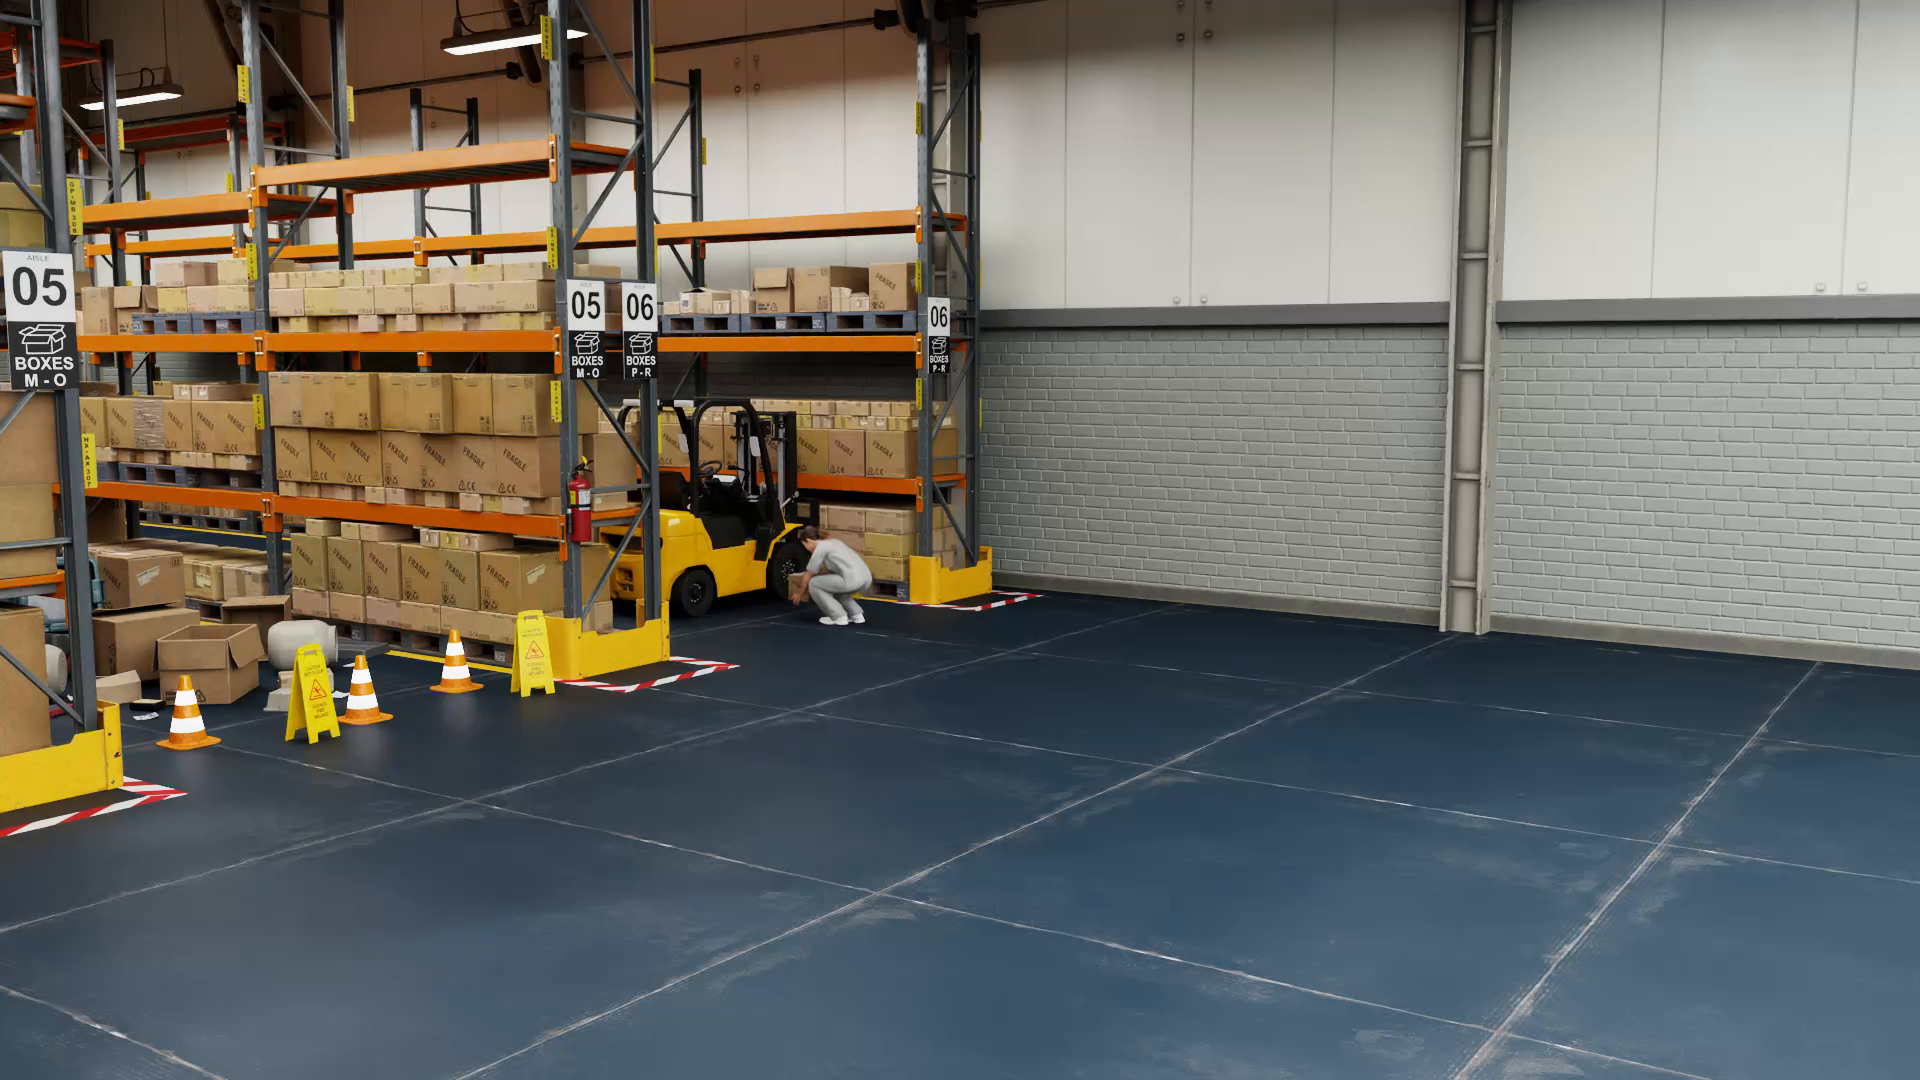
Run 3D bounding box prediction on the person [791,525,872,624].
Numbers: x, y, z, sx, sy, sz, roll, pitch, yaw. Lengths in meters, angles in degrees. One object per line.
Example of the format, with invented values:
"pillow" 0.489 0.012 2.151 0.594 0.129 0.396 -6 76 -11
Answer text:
"person" -1.252 0.339 16.245 0.815 0.950 0.466 4 8 32
